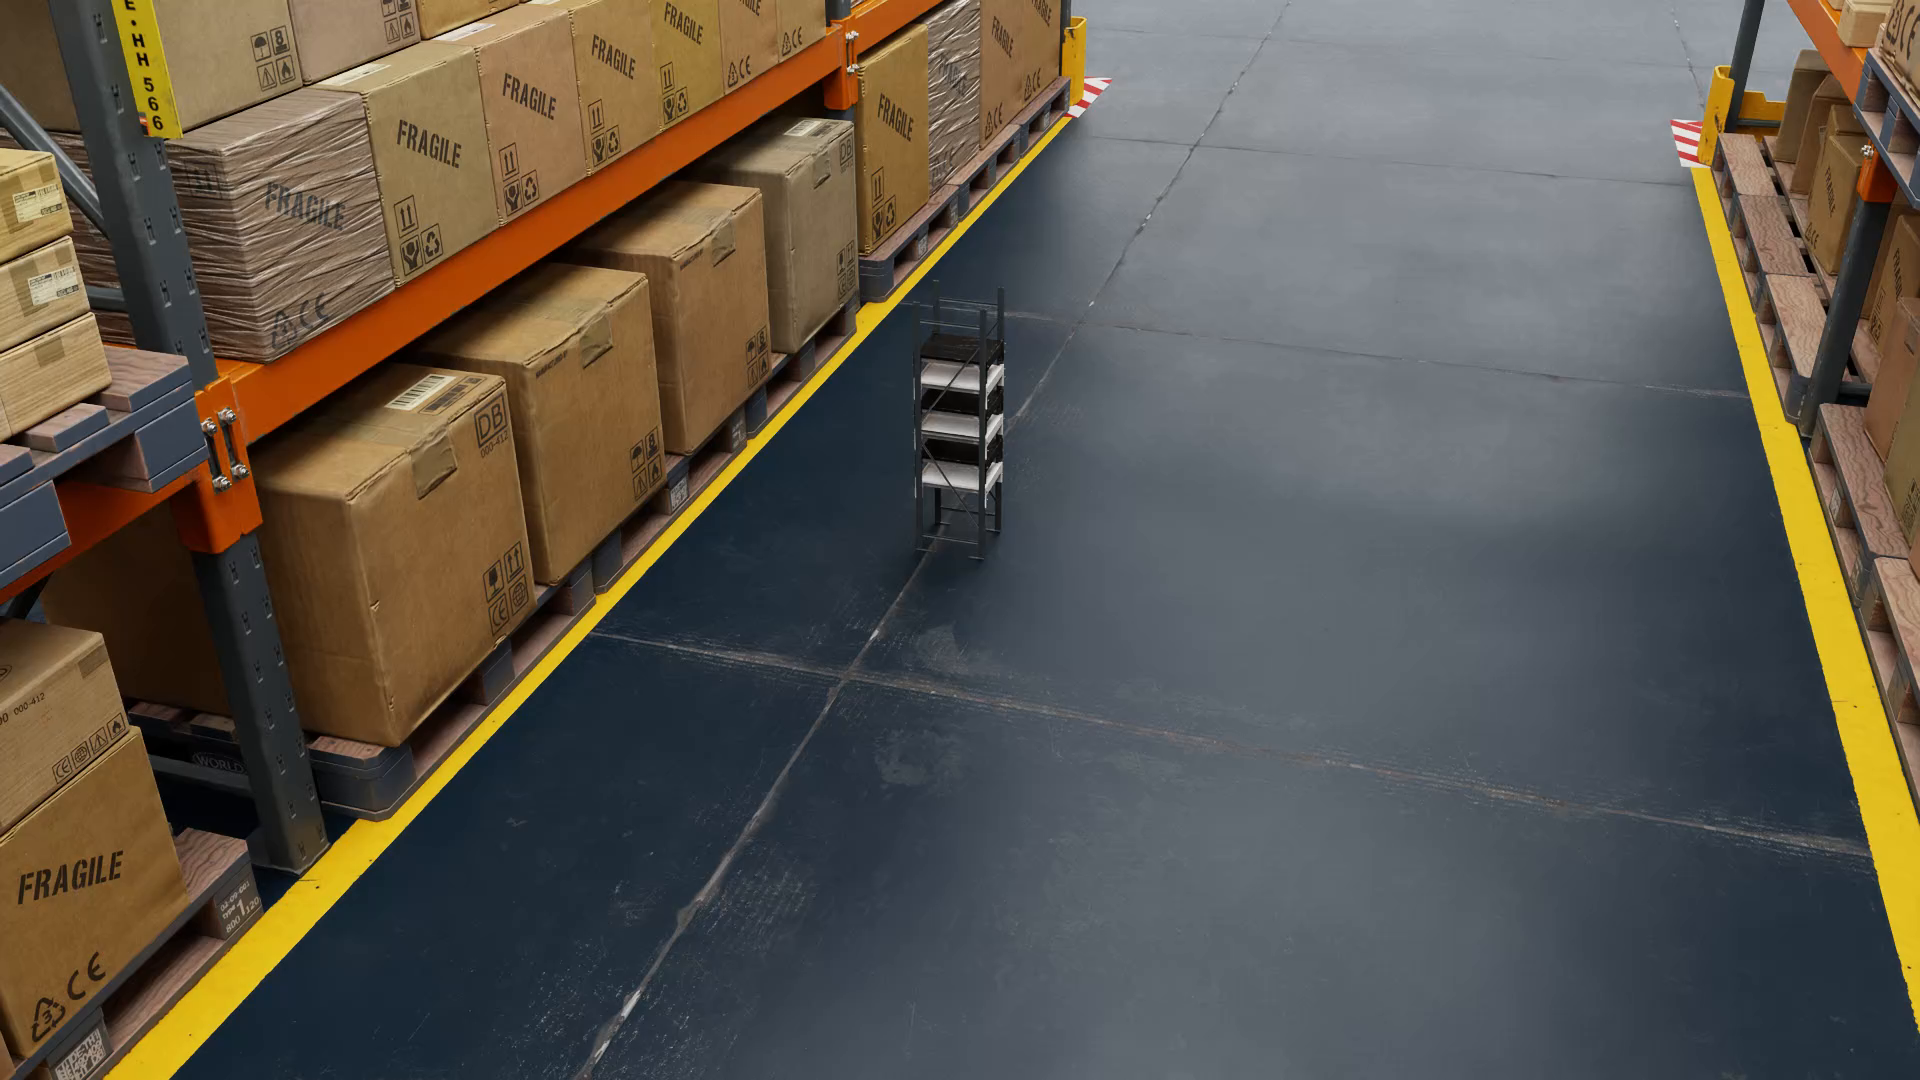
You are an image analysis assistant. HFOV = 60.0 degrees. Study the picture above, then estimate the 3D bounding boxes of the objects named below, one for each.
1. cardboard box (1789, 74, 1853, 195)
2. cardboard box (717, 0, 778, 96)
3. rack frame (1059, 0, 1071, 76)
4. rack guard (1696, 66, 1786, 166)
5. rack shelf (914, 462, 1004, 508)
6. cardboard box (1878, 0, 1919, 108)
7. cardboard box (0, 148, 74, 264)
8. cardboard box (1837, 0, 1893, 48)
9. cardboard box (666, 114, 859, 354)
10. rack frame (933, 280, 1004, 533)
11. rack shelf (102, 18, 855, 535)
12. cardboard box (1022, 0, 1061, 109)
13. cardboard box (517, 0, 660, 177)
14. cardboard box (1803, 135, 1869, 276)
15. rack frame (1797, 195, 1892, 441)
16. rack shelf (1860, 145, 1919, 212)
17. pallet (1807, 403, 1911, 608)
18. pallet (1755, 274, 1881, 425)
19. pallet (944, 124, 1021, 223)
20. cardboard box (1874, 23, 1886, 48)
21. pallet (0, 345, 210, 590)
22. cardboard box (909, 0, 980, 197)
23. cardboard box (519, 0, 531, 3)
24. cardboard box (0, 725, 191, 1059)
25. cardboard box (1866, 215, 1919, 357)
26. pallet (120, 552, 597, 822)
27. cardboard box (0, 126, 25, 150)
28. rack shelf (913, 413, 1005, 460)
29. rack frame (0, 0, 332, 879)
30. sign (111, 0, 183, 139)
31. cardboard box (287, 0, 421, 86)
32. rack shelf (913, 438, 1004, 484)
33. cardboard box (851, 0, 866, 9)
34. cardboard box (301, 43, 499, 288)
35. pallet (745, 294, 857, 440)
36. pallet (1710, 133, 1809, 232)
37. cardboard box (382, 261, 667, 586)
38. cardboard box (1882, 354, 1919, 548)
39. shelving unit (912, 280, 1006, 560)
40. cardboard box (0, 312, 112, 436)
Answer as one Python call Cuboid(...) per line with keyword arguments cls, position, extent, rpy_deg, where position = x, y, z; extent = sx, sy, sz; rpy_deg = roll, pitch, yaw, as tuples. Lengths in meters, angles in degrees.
Cuboid(cls="cardboard box", position=(4.591, -2.038, 8.467), extent=(0.500, 0.500, 0.500), rpy_deg=(17, 33, 28))
Cuboid(cls="cardboard box", position=(-0.999, -1.941, 6.052), extent=(0.500, 0.500, 0.500), rpy_deg=(8, 30, 14))
Cuboid(cls="rack frame", position=(0.221, -4.272, 10.344), extent=(1.000, 3.000, 0.127), rpy_deg=(8, 30, 15))
Cuboid(cls="rack guard", position=(4.910, -2.390, 9.532), extent=(1.175, 0.500, 0.348), rpy_deg=(8, 30, 15))
Cuboid(cls="rack shelf", position=(-0.002, -0.203, 5.628), extent=(0.258, 0.077, 0.200), rpy_deg=(8, 30, 15))
Cuboid(cls="cardboard box", position=(3.392, -1.755, 4.770), extent=(1.000, 1.000, 1.000), rpy_deg=(9, 30, 15))
Cuboid(cls="cardboard box", position=(-1.833, -0.595, 2.948), extent=(0.380, 0.149, 0.250), rpy_deg=(7, 30, 13))
Cuboid(cls="cardboard box", position=(3.721, -2.045, 6.599), extent=(0.380, 0.149, 0.250), rpy_deg=(8, 30, 15))
Cuboid(cls="cardboard box", position=(-1.049, -1.312, 6.906), extent=(1.050, 0.750, 0.750), rpy_deg=(8, 30, 15))
Cuboid(cls="rack frame", position=(0.027, -0.437, 5.609), extent=(0.240, 0.900, 0.006), rpy_deg=(8, 30, 15))
Cuboid(cls="rack shelf", position=(-1.540, -1.169, 5.507), extent=(1.077, 0.370, 4.000), rpy_deg=(8, 30, 15))
Cuboid(cls="cardboard box", position=(0.085, -3.203, 10.175), extent=(0.875, 0.875, 0.875), rpy_deg=(9, 30, 15))
Cuboid(cls="cardboard box", position=(-1.294, -1.470, 5.205), extent=(0.500, 0.500, 0.500), rpy_deg=(8, 30, 14))
Cuboid(cls="cardboard box", position=(4.182, -1.497, 7.495), extent=(0.500, 0.500, 0.500), rpy_deg=(6, 30, 10))
Cuboid(cls="rack frame", position=(3.759, -1.659, 5.646), extent=(1.000, 3.000, 0.127), rpy_deg=(8, 30, 15))
Cuboid(cls="rack shelf", position=(3.172, -0.415, 4.150), extent=(1.077, 0.370, 4.000), rpy_deg=(8, 30, 15))
Cuboid(cls="pallet", position=(3.532, -0.078, 5.673), extent=(1.003, 0.211, 1.213), rpy_deg=(8, 30, 15))
Cuboid(cls="pallet", position=(3.922, -0.757, 6.894), extent=(1.003, 0.211, 1.213), rpy_deg=(8, 30, 15))
Cuboid(cls="pallet", position=(-0.299, -2.106, 9.318), extent=(1.003, 0.211, 1.213), rpy_deg=(8, 30, 15))
Cuboid(cls="cardboard box", position=(3.623, -1.805, 6.168), extent=(0.380, 0.149, 0.250), rpy_deg=(8, 30, 15))
Cuboid(cls="pallet", position=(-2.235, -0.124, 3.085), extent=(1.213, 0.211, 1.003), rpy_deg=(8, 30, 15))
Cuboid(cls="cardboard box", position=(-0.441, -2.370, 8.678), extent=(0.875, 0.875, 0.875), rpy_deg=(9, 30, 15))
Cuboid(cls="cardboard box", position=(-1.541, -1.954, 5.045), extent=(0.700, 0.500, 0.500), rpy_deg=(8, 30, 14))
Cuboid(cls="cardboard box", position=(-2.070, 0.698, 3.550), extent=(0.500, 0.500, 0.500), rpy_deg=(8, 30, 15))
Cuboid(cls="cardboard box", position=(3.914, -0.930, 6.475), extent=(0.500, 0.500, 0.500), rpy_deg=(8, 30, 13))
Cuboid(cls="pallet", position=(-1.824, 0.309, 4.978), extent=(1.003, 0.211, 1.213), rpy_deg=(8, 30, 15))
Cuboid(cls="cardboard box", position=(-2.252, -0.846, 4.082), extent=(0.500, 0.500, 0.500), rpy_deg=(8, 30, 15))
Cuboid(cls="rack shelf", position=(-0.002, -0.360, 5.541), extent=(0.258, 0.077, 0.200), rpy_deg=(8, 30, 15))
Cuboid(cls="rack frame", position=(-2.127, -0.554, 3.661), extent=(1.000, 3.000, 0.127), rpy_deg=(8, 30, 15))
Cuboid(cls="sign", position=(-1.606, -0.953, 3.267), extent=(0.100, 0.325, 0.005), rpy_deg=(8, 30, 15))
Cuboid(cls="cardboard box", position=(-1.839, -1.477, 4.189), extent=(0.700, 0.500, 0.500), rpy_deg=(8, 30, 14))
Cuboid(cls="rack shelf", position=(-0.002, -0.282, 5.584), extent=(0.258, 0.077, 0.200), rpy_deg=(8, 30, 15))
Cuboid(cls="cardboard box", position=(-0.856, -2.652, 7.277), extent=(0.875, 0.550, 0.550), rpy_deg=(8, 30, 15))
Cuboid(cls="cardboard box", position=(-1.591, -1.005, 4.368), extent=(0.500, 0.500, 0.500), rpy_deg=(8, 30, 14))
Cuboid(cls="pallet", position=(-1.108, -0.825, 7.016), extent=(1.003, 0.211, 1.213), rpy_deg=(8, 30, 15))
Cuboid(cls="pallet", position=(4.638, -1.891, 8.932), extent=(1.003, 0.211, 1.213), rpy_deg=(8, 30, 15))
Cuboid(cls="cardboard box", position=(-1.609, -0.432, 5.323), extent=(1.050, 0.750, 0.750), rpy_deg=(9, 30, 16))
Cuboid(cls="cardboard box", position=(3.400, -0.257, 5.246), extent=(0.700, 0.500, 0.500), rpy_deg=(8, 30, 15))
Cuboid(cls="shelving unit", position=(-0.002, -0.389, 5.524), extent=(0.258, 0.900, 0.210), rpy_deg=(8, 30, 15))
Cuboid(cls="cardboard box", position=(-1.833, -0.333, 3.090), extent=(0.380, 0.149, 0.250), rpy_deg=(9, 30, 16))
